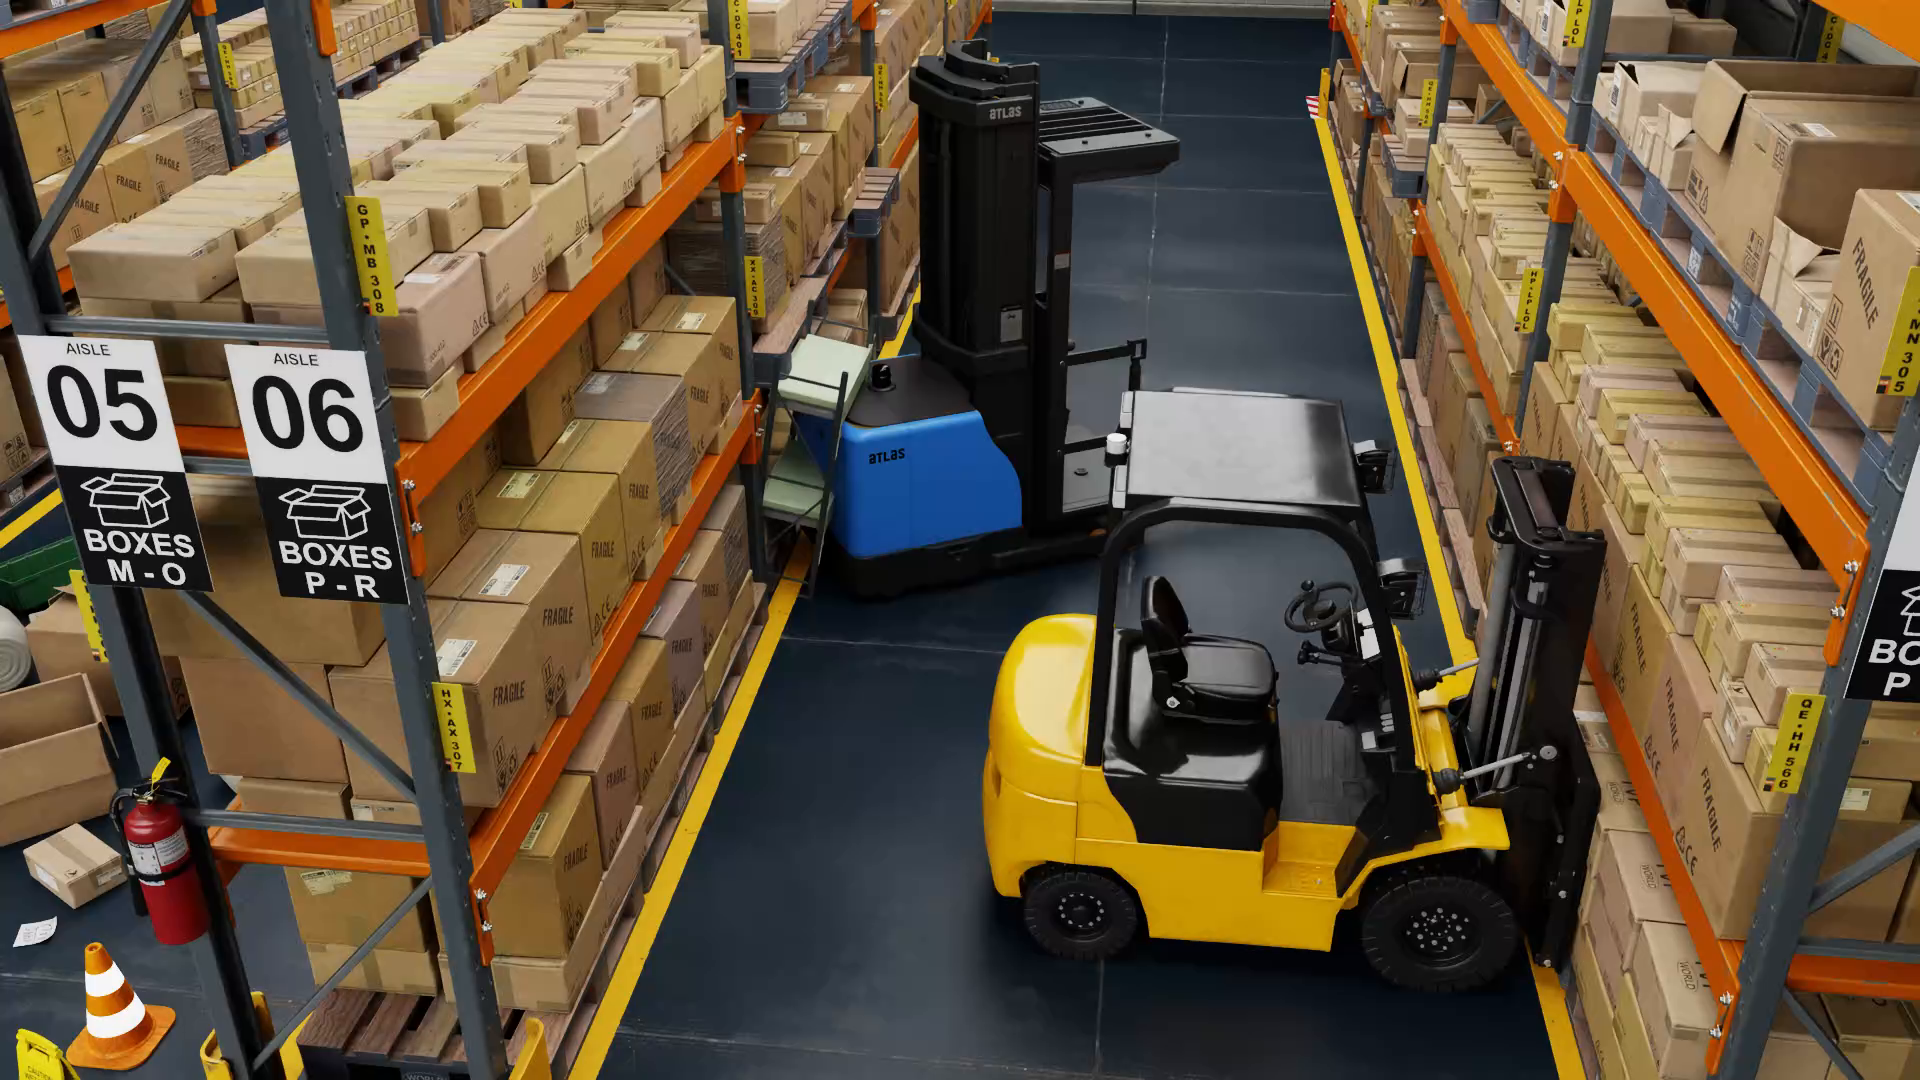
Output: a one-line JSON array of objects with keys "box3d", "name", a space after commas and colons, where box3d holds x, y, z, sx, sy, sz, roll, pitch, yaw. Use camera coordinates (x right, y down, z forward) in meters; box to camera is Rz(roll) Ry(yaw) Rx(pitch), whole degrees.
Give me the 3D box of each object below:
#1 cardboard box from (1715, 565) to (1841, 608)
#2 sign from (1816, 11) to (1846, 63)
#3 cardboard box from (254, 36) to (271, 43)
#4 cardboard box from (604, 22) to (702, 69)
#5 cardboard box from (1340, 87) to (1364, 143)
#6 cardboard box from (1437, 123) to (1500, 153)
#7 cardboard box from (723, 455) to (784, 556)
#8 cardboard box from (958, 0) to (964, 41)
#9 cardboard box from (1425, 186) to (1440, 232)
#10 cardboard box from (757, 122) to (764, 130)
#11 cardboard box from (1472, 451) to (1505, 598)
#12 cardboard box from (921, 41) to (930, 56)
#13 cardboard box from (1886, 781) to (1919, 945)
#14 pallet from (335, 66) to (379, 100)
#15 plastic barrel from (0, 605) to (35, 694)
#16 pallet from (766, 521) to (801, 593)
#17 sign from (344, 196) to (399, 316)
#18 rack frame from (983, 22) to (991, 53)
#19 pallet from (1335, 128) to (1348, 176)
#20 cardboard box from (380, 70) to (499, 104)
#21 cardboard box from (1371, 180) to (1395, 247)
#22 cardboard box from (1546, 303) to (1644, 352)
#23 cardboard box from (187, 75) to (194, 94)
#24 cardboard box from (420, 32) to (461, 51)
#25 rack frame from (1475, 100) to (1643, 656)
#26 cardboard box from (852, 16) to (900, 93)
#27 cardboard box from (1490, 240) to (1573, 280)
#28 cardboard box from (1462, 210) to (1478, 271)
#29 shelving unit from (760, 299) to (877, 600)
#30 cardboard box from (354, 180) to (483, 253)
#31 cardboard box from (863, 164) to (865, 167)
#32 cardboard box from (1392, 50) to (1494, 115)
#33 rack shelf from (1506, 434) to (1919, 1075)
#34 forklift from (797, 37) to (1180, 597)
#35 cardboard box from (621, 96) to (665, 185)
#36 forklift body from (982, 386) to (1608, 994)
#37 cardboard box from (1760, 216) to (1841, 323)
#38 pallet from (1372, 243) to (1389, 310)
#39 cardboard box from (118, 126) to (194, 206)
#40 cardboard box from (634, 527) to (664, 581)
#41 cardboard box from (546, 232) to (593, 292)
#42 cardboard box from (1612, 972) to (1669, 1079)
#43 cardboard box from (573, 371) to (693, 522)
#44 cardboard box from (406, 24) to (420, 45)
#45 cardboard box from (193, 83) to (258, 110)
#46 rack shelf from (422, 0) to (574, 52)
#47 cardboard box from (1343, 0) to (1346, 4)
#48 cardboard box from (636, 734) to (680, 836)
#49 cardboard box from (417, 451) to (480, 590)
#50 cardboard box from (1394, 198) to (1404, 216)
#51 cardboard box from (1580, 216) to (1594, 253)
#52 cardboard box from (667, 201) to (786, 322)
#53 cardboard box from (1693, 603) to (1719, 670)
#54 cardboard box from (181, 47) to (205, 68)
[{"box3d": [2.777, 0.217, 5.581, 0.380, 0.149, 0.250, 4, 29, 7], "name": "cardboard box"}, {"box3d": [3.874, -2.220, 7.417, 0.100, 0.325, 0.005, 3, 28, 6], "name": "sign"}, {"box3d": [-5.661, -4.115, 13.920, 0.380, 0.149, 0.250, 5, 29, 9], "name": "cardboard box"}, {"box3d": [-1.381, -2.228, 7.484, 0.380, 0.149, 0.250, 3, 28, 5], "name": "cardboard box"}, {"box3d": [4.317, -4.476, 17.589, 0.500, 0.500, 0.500, 4, 29, 7], "name": "cardboard box"}, {"box3d": [3.482, -2.748, 11.399, 0.380, 0.149, 0.250, 4, 29, 8], "name": "cardboard box"}, {"box3d": [-1.542, -0.231, 9.843, 0.950, 0.372, 0.625, 4, 29, 7], "name": "cardboard box"}, {"box3d": [-0.240, -5.208, 16.648, 0.500, 0.500, 0.500, 4, 29, 7], "name": "cardboard box"}, {"box3d": [3.516, -2.291, 11.498, 0.500, 0.250, 0.500, 3, 29, 6], "name": "cardboard box"}, {"box3d": [-1.513, -2.504, 10.873, 0.500, 0.500, 0.500, 4, 29, 7], "name": "cardboard box"}, {"box3d": [3.376, -0.054, 9.250, 0.875, 0.625, 0.625, 5, 29, 8], "name": "cardboard box"}, {"box3d": [-0.547, -4.174, 14.466, 0.500, 0.250, 0.500, 4, 29, 7], "name": "cardboard box"}, {"box3d": [3.169, 0.953, 5.213, 0.500, 0.500, 0.500, 4, 29, 8], "name": "cardboard box"}, {"box3d": [-5.837, -3.928, 14.581, 1.003, 0.211, 1.213, 3, 28, 6], "name": "pallet"}, {"box3d": [-5.145, 0.562, 8.761, 0.421, 0.421, 0.512, -24, 36, -37], "name": "plastic barrel"}, {"box3d": [-1.510, -0.094, 10.203, 1.003, 0.211, 1.213, 3, 28, 6], "name": "pallet"}, {"box3d": [-1.555, -0.747, 4.389, 0.100, 0.325, 0.005, 3, 28, 6], "name": "sign"}, {"box3d": [-0.133, -6.604, 19.346, 1.000, 3.000, 0.127, 3, 28, 6], "name": "rack frame"}, {"box3d": [4.536, -4.106, 17.649, 1.003, 0.211, 1.213, 3, 28, 6], "name": "pallet"}, {"box3d": [-2.071, -1.771, 6.636, 0.380, 0.149, 0.250, 3, 28, 5], "name": "cardboard box"}, {"box3d": [3.900, -2.818, 14.512, 0.500, 0.500, 0.500, 3, 28, 5], "name": "cardboard box"}, {"box3d": [2.990, -0.997, 7.834, 0.380, 0.149, 0.250, 4, 29, 7], "name": "cardboard box"}, {"box3d": [-6.399, -3.668, 13.405, 0.380, 0.149, 0.250, 4, 29, 8], "name": "cardboard box"}, {"box3d": [-5.189, -4.965, 16.568, 0.380, 0.149, 0.250, 4, 29, 8], "name": "cardboard box"}, {"box3d": [3.323, -0.669, 8.329, 1.000, 3.000, 0.127, 3, 28, 6], "name": "rack frame"}, {"box3d": [-0.759, -3.775, 12.934, 0.500, 0.500, 0.500, 3, 29, 6], "name": "cardboard box"}, {"box3d": [3.141, -1.538, 9.153, 0.380, 0.149, 0.250, 2, 28, 5], "name": "cardboard box"}, {"box3d": [3.334, -1.788, 10.038, 0.500, 0.250, 0.500, 4, 29, 7], "name": "cardboard box"}, {"box3d": [-0.855, -0.509, 9.520, 0.431, 1.500, 0.755, 14, 33, 2], "name": "shelving unit"}, {"box3d": [-1.741, -1.023, 5.247, 0.380, 0.149, 0.250, 3, 28, 6], "name": "cardboard box"}, {"box3d": [-0.881, -2.614, 11.762, 0.380, 0.149, 0.250, 4, 29, 7], "name": "cardboard box"}, {"box3d": [3.830, -3.561, 13.146, 0.797, 0.503, 0.637, 3, 28, 5], "name": "cardboard box"}, {"box3d": [3.078, 0.589, 6.752, 1.077, 0.370, 4.000, 3, 28, 6], "name": "rack shelf"}, {"box3d": [0.573, -1.408, 9.773, 3.031, 2.935, 1.130, -12, 30, -20], "name": "forklift"}, {"box3d": [-1.528, -1.640, 6.814, 0.500, 0.250, 0.500, 3, 28, 5], "name": "cardboard box"}, {"box3d": [1.255, 0.589, 6.889, 2.313, 2.155, 1.214, 3, 28, 6], "name": "forklift body"}, {"box3d": [2.664, -0.803, 5.009, 0.396, 0.266, 0.258, 3, 29, 6], "name": "cardboard box"}, {"box3d": [4.094, -2.246, 14.196, 1.003, 0.211, 1.213, 3, 28, 6], "name": "pallet"}, {"box3d": [-5.890, -2.660, 11.920, 0.500, 0.500, 0.500, 3, 28, 6], "name": "cardboard box"}, {"box3d": [-1.518, 0.044, 7.270, 0.380, 0.149, 0.250, 4, 29, 7], "name": "cardboard box"}, {"box3d": [-1.576, -1.028, 6.098, 0.380, 0.149, 0.250, 4, 29, 7], "name": "cardboard box"}, {"box3d": [2.583, 1.772, 5.727, 0.500, 0.250, 0.500, 3, 28, 6], "name": "cardboard box"}, {"box3d": [-1.526, -0.420, 7.447, 0.500, 0.500, 0.500, 4, 29, 8], "name": "cardboard box"}, {"box3d": [-5.401, -4.837, 15.888, 0.380, 0.149, 0.250, 3, 28, 5], "name": "cardboard box"}, {"box3d": [-5.780, -3.499, 13.092, 0.380, 0.149, 0.250, 5, 29, 8], "name": "cardboard box"}, {"box3d": [-5.303, -5.586, 18.215, 1.077, 0.370, 4.000, 3, 28, 6], "name": "rack shelf"}, {"box3d": [4.409, -5.947, 17.971, 0.500, 0.250, 0.500, 4, 29, 7], "name": "cardboard box"}, {"box3d": [-1.596, 1.092, 7.517, 0.500, 0.250, 0.500, 5, 29, 10], "name": "cardboard box"}, {"box3d": [-2.178, -0.179, 5.946, 0.700, 0.500, 0.500, 4, 29, 7], "name": "cardboard box"}, {"box3d": [3.813, -2.791, 13.778, 0.380, 0.149, 0.250, 2, 28, 4], "name": "cardboard box"}, {"box3d": [3.788, -1.748, 9.543, 0.380, 0.149, 0.250, 3, 28, 6], "name": "cardboard box"}, {"box3d": [-1.261, -1.519, 9.046, 0.500, 0.500, 0.500, 4, 29, 7], "name": "cardboard box"}, {"box3d": [2.734, 0.348, 5.651, 0.380, 0.149, 0.250, 3, 28, 6], "name": "cardboard box"}, {"box3d": [-6.368, -3.913, 13.546, 0.380, 0.149, 0.250, 4, 29, 8], "name": "cardboard box"}]
